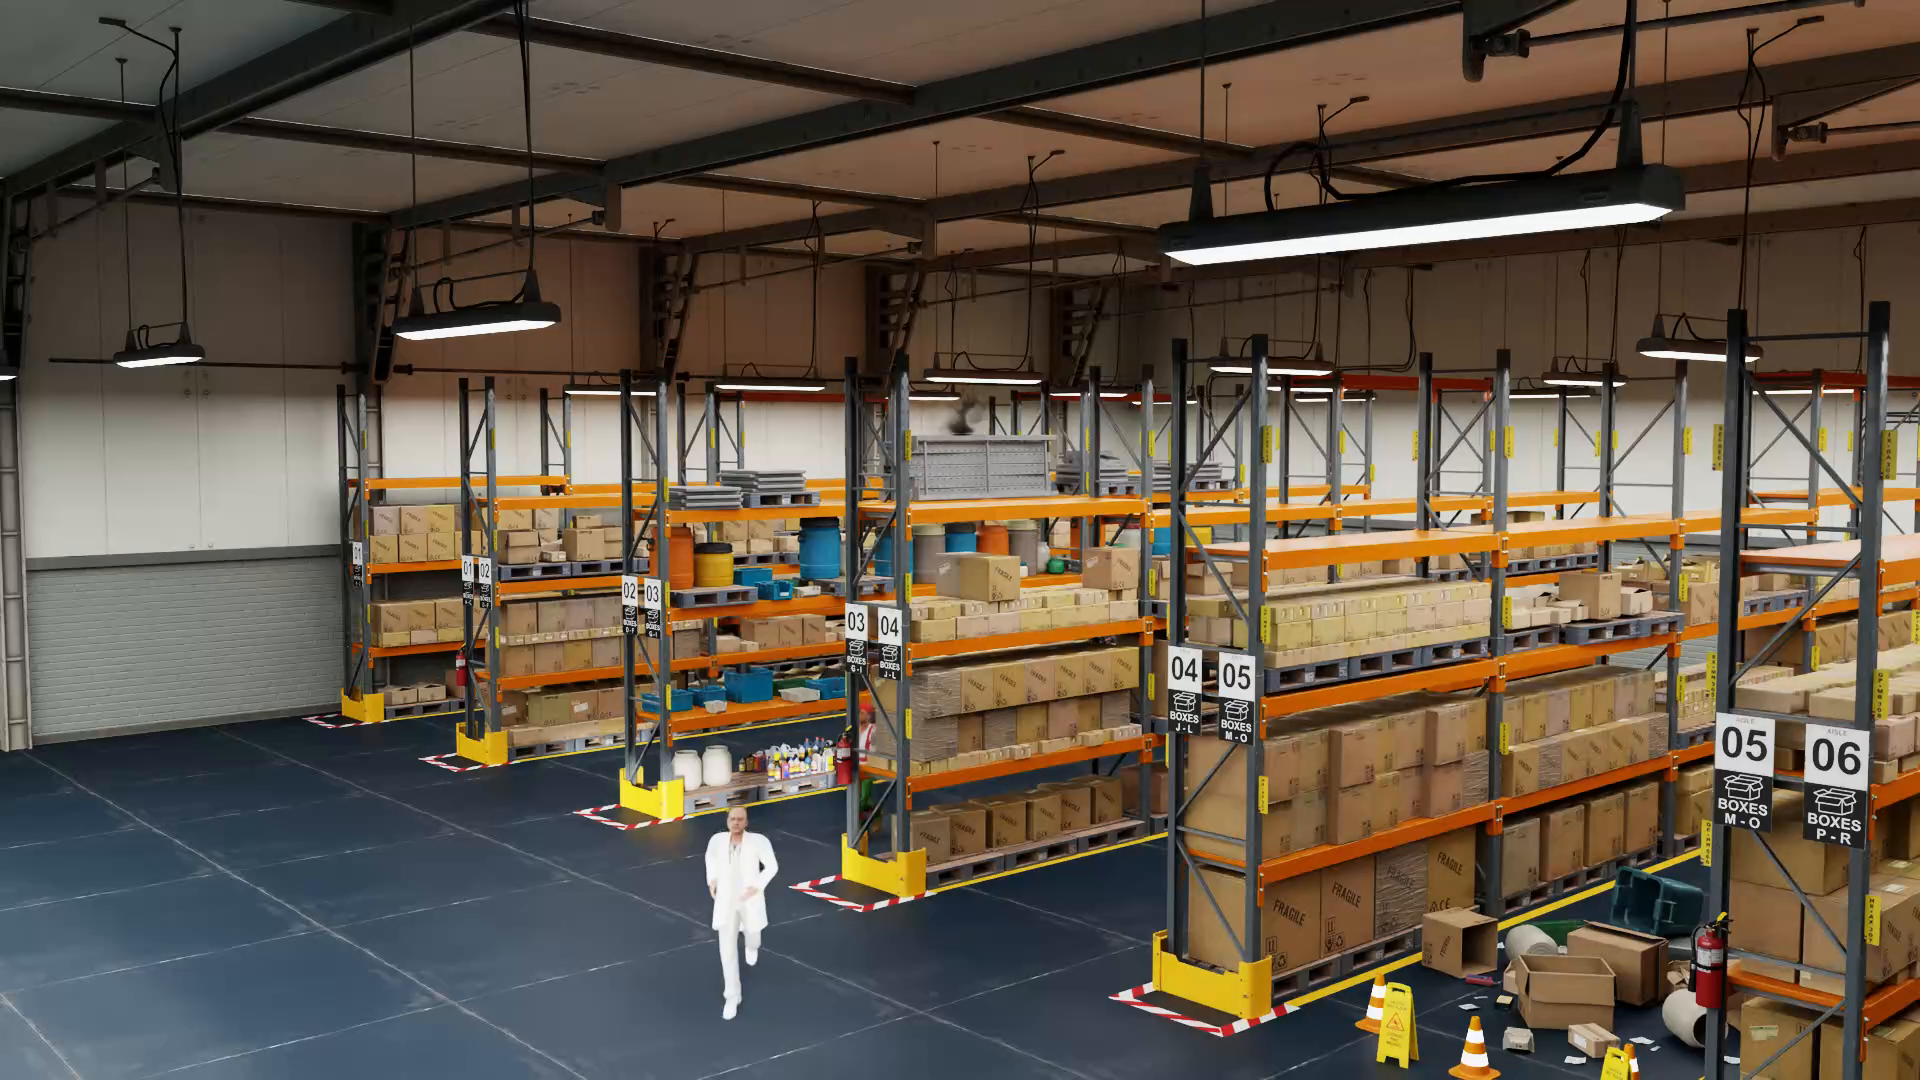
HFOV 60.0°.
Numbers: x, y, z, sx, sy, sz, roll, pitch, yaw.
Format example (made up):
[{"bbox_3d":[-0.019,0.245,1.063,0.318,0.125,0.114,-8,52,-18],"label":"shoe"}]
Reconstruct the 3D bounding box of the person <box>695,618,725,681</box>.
[{"bbox_3d":[-4.741,2.258,30.939,0.853,1.823,0.654,-4,5,-44],"label":"person"}]

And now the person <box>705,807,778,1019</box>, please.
[{"bbox_3d":[-1.996,3.309,15.160,0.677,1.780,1.187,0,4,-4],"label":"person"}]

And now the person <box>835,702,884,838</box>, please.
[{"bbox_3d":[-1.238,2.914,20.958,0.649,1.740,0.603,2,4,33],"label":"person"}]
